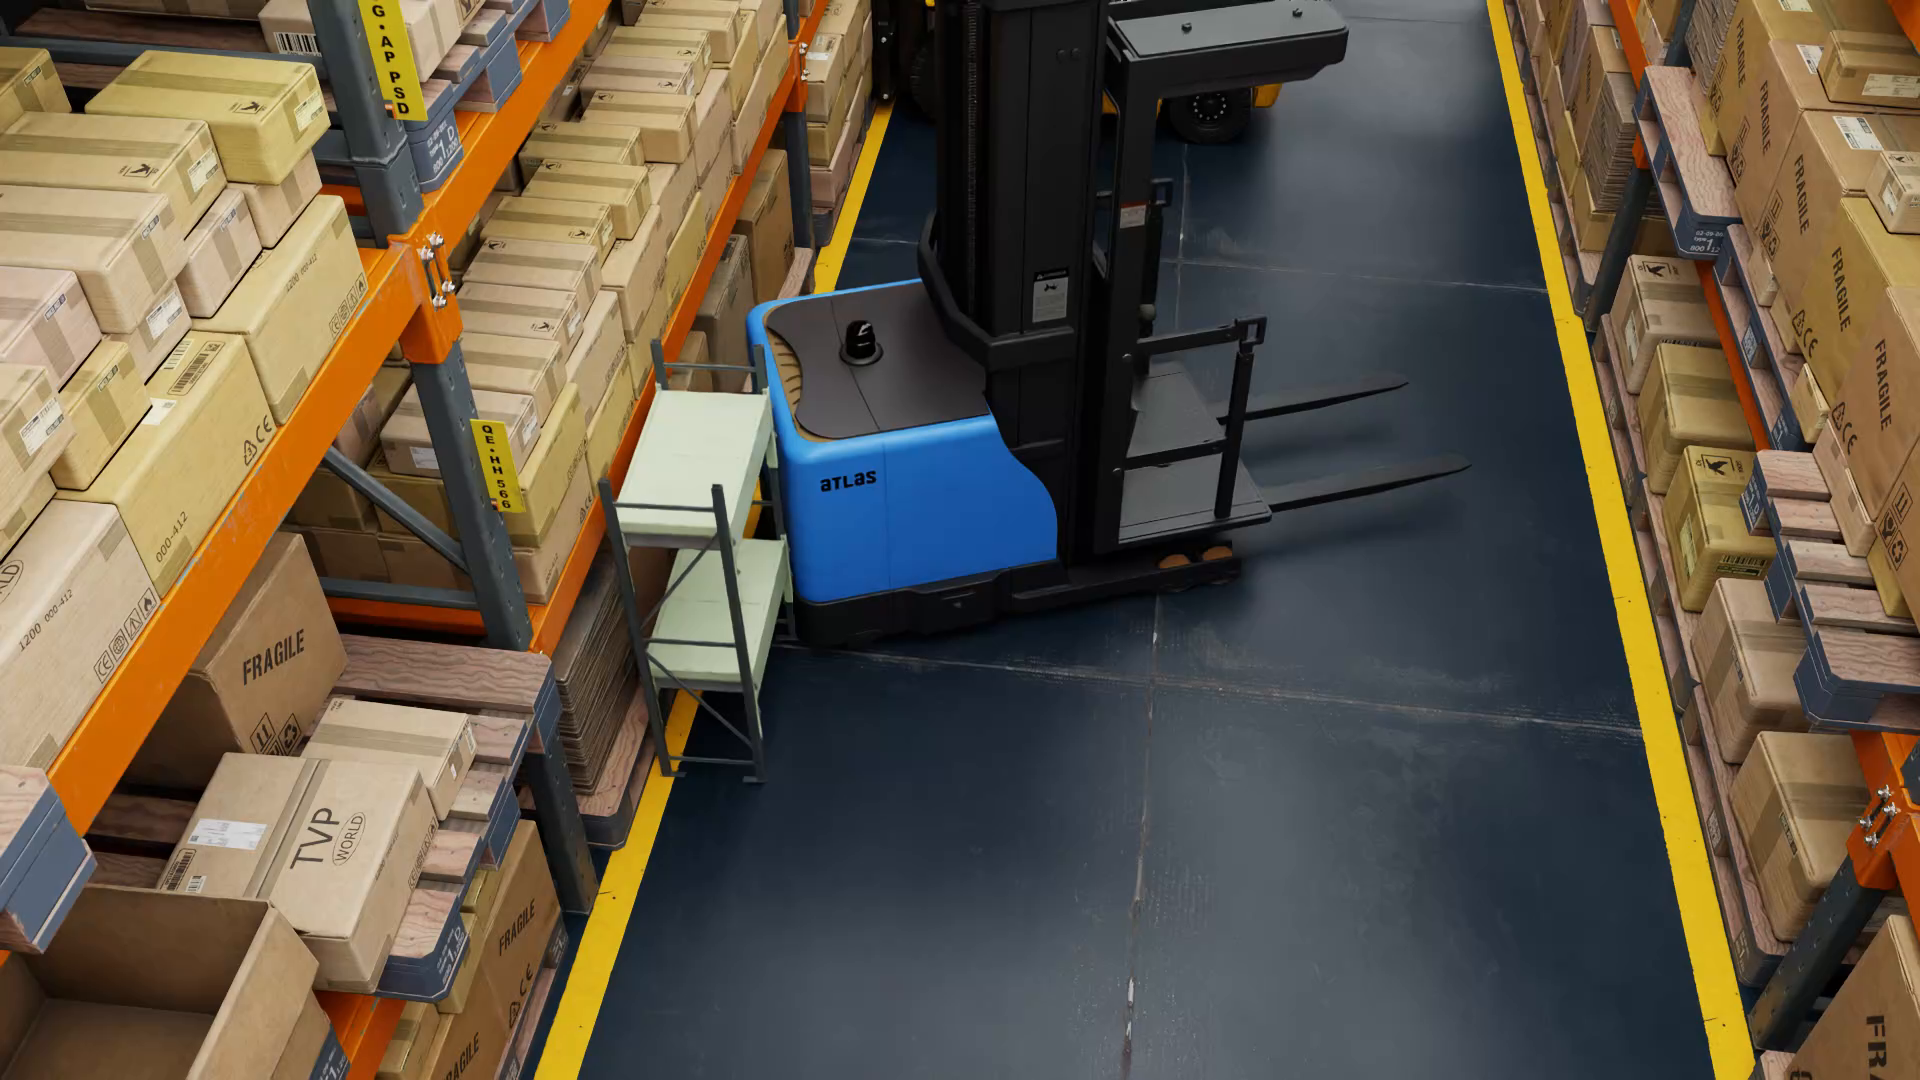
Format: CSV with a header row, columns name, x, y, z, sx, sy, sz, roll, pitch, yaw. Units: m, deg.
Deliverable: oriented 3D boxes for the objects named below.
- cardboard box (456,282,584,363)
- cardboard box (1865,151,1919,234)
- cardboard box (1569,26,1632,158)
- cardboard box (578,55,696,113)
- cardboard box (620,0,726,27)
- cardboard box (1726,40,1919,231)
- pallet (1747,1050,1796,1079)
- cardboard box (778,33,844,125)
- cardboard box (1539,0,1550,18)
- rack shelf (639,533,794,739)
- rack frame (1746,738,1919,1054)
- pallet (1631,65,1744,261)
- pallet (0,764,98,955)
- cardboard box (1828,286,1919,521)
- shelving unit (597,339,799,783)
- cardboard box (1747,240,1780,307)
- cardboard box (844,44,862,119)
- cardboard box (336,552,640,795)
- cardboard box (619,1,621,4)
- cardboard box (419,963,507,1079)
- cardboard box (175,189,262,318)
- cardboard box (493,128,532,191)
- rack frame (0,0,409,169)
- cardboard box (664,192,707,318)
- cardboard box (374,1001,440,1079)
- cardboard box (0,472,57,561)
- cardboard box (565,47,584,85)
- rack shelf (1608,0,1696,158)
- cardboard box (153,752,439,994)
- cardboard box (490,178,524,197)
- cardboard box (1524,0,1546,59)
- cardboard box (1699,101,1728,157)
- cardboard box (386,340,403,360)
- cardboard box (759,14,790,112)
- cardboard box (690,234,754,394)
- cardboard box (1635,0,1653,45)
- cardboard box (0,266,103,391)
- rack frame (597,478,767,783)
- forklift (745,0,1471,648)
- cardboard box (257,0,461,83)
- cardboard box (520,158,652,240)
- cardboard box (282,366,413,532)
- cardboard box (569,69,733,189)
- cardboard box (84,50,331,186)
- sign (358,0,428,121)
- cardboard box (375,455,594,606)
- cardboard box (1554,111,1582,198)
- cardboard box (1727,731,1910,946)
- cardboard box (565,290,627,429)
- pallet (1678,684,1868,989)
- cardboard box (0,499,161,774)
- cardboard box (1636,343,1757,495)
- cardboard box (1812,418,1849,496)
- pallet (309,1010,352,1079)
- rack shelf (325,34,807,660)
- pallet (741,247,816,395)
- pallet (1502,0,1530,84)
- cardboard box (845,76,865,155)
name,x,y,z,sx,sy,sz,roll,pitch,yaw
cardboard box,-1.418,-0.670,5.254,0.380,0.149,0.250,6,44,7
cardboard box,3.062,-1.073,5.157,0.380,0.149,0.250,3,44,4
cardboard box,3.532,-2.326,8.696,0.500,0.500,0.500,6,44,6
cardboard box,-1.231,-1.720,6.362,0.380,0.149,0.250,6,44,6
cardboard box,-1.192,-2.254,6.926,0.380,0.149,0.250,5,44,5
cardboard box,3.164,-1.452,6.029,0.500,0.500,0.500,5,44,5
pallet,2.947,2.143,4.855,1.003,0.211,1.213,5,44,6
cardboard box,-0.891,-2.393,8.585,0.500,0.250,0.500,5,44,5
cardboard box,3.735,-3.380,9.810,0.500,0.500,0.500,4,44,4
rack shelf,-0.903,0.344,6.283,0.431,0.370,0.720,3,44,4
rack frame,3.126,0.600,4.456,1.000,3.000,0.127,5,44,6
pallet,3.409,-1.548,6.865,1.003,0.211,1.213,5,44,6
pallet,-2.034,0.712,2.294,1.213,0.211,1.003,5,44,6
cardboard box,2.968,-0.385,4.902,0.500,0.500,0.500,5,44,5
shelving unit,-0.908,0.108,6.058,0.431,1.500,0.755,3,44,4
cardboard box,3.068,-0.953,5.975,0.380,0.149,0.250,7,44,7
cardboard box,-0.831,-2.555,9.120,0.500,0.250,0.500,5,44,5
cardboard box,-1.699,0.438,6.050,0.875,0.625,0.625,7,44,7
cardboard box,-1.587,-2.379,7.348,0.500,0.250,0.500,5,44,5
cardboard box,-1.714,1.555,4.961,0.500,0.500,0.500,5,44,5
cardboard box,-1.657,-0.589,3.350,0.380,0.149,0.250,4,44,5
cardboard box,-1.769,-1.408,6.033,0.380,0.149,0.250,6,44,7
rack frame,-1.795,-2.027,2.868,1.000,3.000,0.127,5,44,6
cardboard box,-1.291,-1.121,6.384,0.500,0.250,0.500,7,44,7
cardboard box,-1.693,1.395,4.658,0.380,0.149,0.250,4,44,4
cardboard box,-1.789,-0.074,2.806,0.380,0.149,0.250,6,44,6
cardboard box,-1.718,-1.935,6.589,0.380,0.149,0.250,5,44,5
rack shelf,3.919,-3.227,9.022,1.077,0.370,4.000,5,44,6
cardboard box,-1.613,0.802,4.047,0.500,0.250,0.500,3,44,4
cardboard box,-1.802,-1.339,6.250,0.500,0.250,0.500,4,44,5
cardboard box,3.728,-3.134,10.095,0.500,0.250,0.500,7,44,7
cardboard box,3.227,-1.670,6.731,0.380,0.149,0.250,6,44,6
cardboard box,-1.934,-0.720,5.306,0.380,0.149,0.250,5,44,5
cardboard box,-1.073,-2.153,7.473,0.500,0.250,0.500,6,44,6
cardboard box,-1.434,-0.980,7.547,0.875,0.625,0.625,5,44,5
cardboard box,3.421,-2.452,7.863,0.380,0.149,0.250,6,44,6
cardboard box,-1.747,-0.350,2.881,0.380,0.149,0.250,5,44,5
rack frame,-0.942,0.361,5.795,0.400,1.500,0.023,3,44,4
forklift,0.695,-1.183,6.390,3.031,2.935,1.130,-10,44,-11
cardboard box,-1.448,-1.251,4.022,0.380,0.166,0.250,5,44,5
cardboard box,-1.301,-1.191,5.804,0.380,0.149,0.250,6,44,6
cardboard box,-2.011,-0.307,5.160,0.500,0.250,0.500,6,44,6
cardboard box,-1.212,-1.644,6.573,0.500,0.250,0.500,6,44,6
cardboard box,-1.547,-0.875,3.435,0.380,0.149,0.250,7,44,7
sign,-1.257,-1.074,3.668,0.100,0.325,0.005,5,44,6
cardboard box,-1.494,-0.074,5.278,0.500,0.250,0.500,5,44,6
cardboard box,3.527,-2.071,8.972,0.500,0.250,0.500,4,44,4
cardboard box,3.210,1.018,5.621,0.950,0.372,0.625,3,43,3
cardboard box,-1.427,-0.597,5.466,0.500,0.250,0.500,7,44,7
pallet,3.231,1.081,5.977,1.003,0.211,1.213,5,44,6
cardboard box,-1.754,0.173,2.836,0.500,0.250,0.500,5,44,6
cardboard box,3.496,-0.476,7.199,0.950,0.372,0.625,8,44,8
cardboard box,2.930,-0.242,5.223,0.380,0.149,0.250,3,44,4
pallet,-2.047,1.547,3.596,1.003,0.211,1.213,5,44,6
rack shelf,-1.530,-0.950,6.617,1.077,0.370,4.000,5,44,6
pallet,-1.325,-1.056,8.234,1.003,0.211,1.213,5,44,6
pallet,4.031,-3.237,10.537,1.003,0.211,1.213,5,44,6
cardboard box,-0.822,-2.375,9.294,0.500,0.250,0.500,4,44,5
